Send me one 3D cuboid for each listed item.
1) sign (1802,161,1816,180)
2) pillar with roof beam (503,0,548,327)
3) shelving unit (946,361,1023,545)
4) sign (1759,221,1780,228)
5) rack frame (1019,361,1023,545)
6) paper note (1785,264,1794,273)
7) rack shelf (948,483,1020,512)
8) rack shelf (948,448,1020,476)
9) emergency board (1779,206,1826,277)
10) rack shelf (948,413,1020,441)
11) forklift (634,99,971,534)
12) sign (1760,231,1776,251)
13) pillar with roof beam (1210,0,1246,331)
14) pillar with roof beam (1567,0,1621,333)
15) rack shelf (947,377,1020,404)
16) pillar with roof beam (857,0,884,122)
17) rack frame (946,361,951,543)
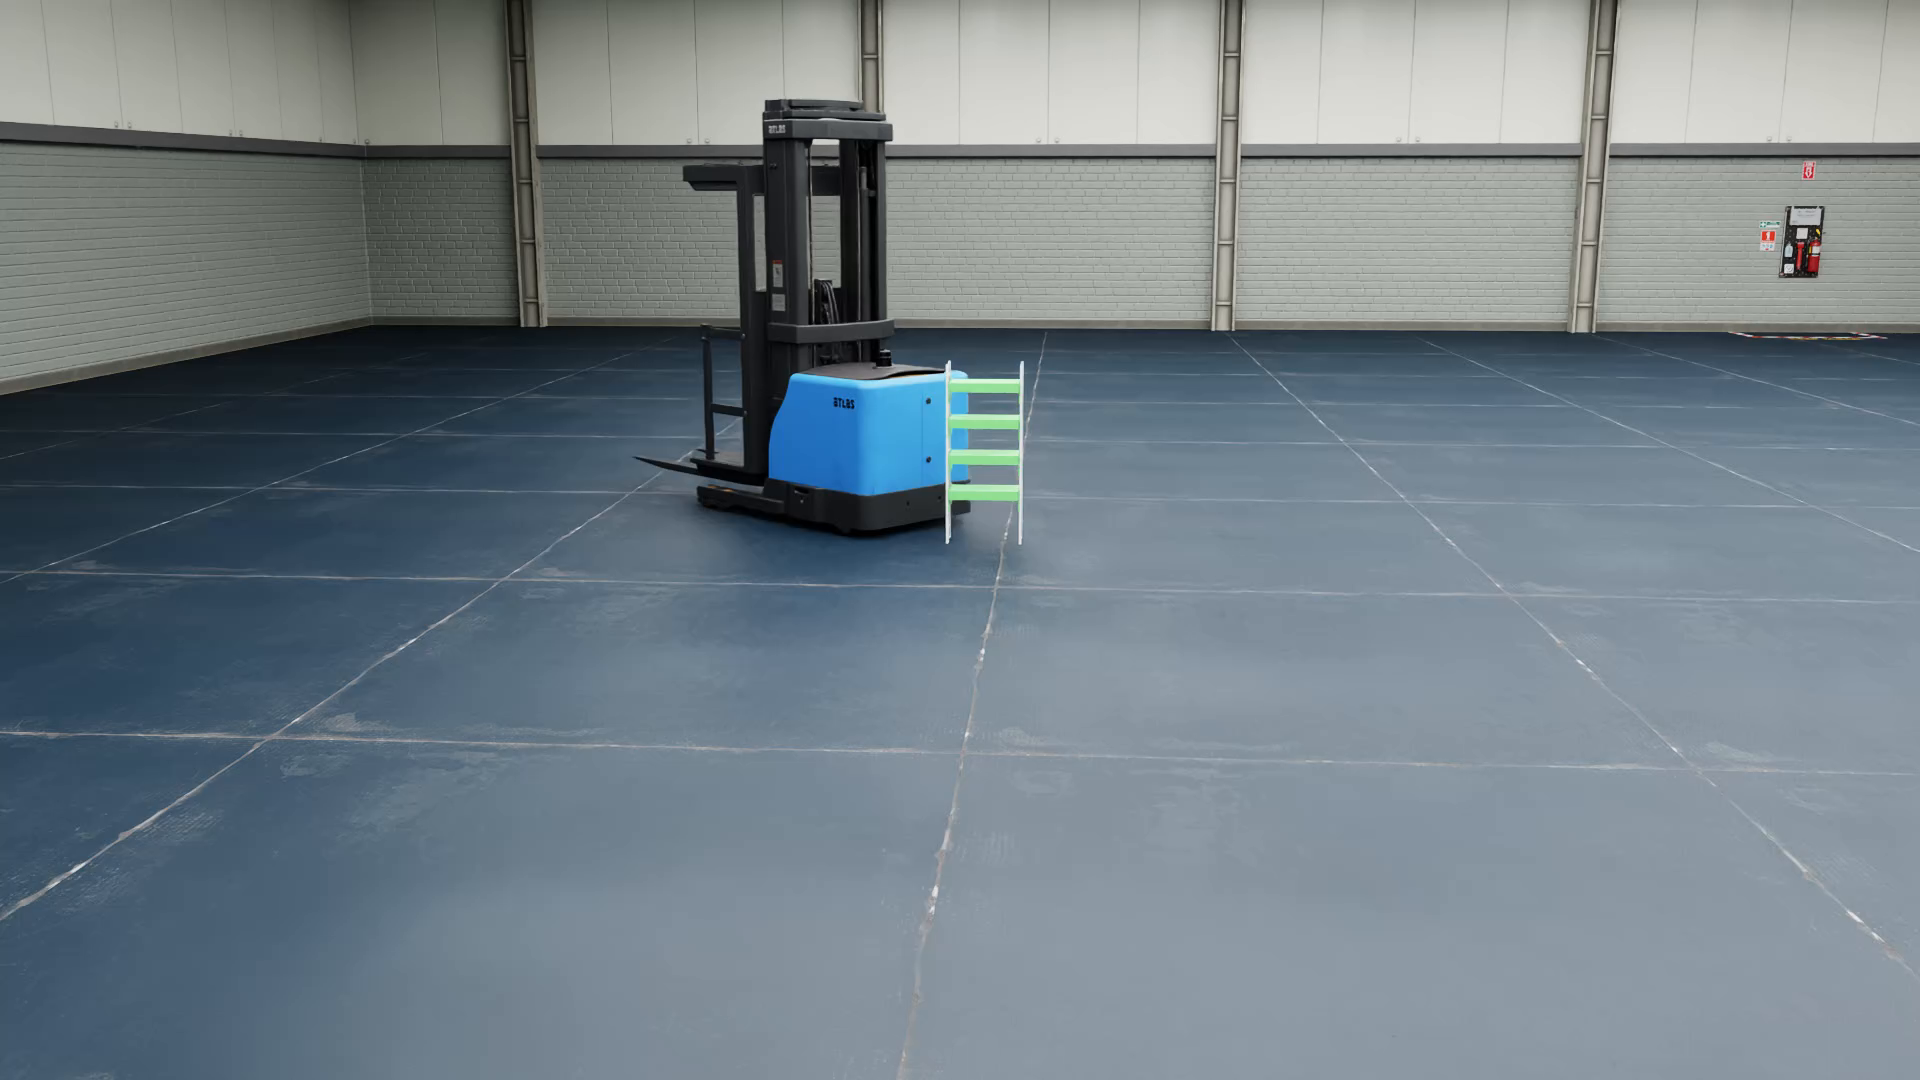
[{"bbox_3d":[13.998,-6.095,27.420,0.199,0.298,0.001,1,12,4],"label":"sign"},{"bbox_3d":[-7.772,-7.284,24.112,0.400,9.000,9.100,1,12,4],"label":"pillar with roof beam"},{"bbox_3d":[0.165,-0.585,11.134,0.503,1.200,0.258,1,12,4],"label":"shelving unit"},{"bbox_3d":[13.458,-5.244,27.630,0.331,0.109,0.001,1,12,4],"label":"sign"},{"bbox_3d":[0.409,-0.582,11.118,0.015,1.200,0.240,1,12,4],"label":"rack frame"},{"bbox_3d":[13.827,-4.526,27.729,0.142,0.148,0.016,1,12,4],"label":"paper note"},{"bbox_3d":[0.165,-0.288,11.197,0.480,0.148,0.258,1,12,4],"label":"rack shelf"},{"bbox_3d":[0.165,-0.522,11.147,0.480,0.148,0.258,1,12,4],"label":"rack shelf"},{"bbox_3d":[13.999,-4.940,27.560,0.643,1.169,0.194,1,12,4],"label":"emergency board"},{"bbox_3d":[0.165,-0.757,11.098,0.480,0.148,0.258,1,12,4],"label":"rack shelf"},{"bbox_3d":[-1.319,-1.714,12.302,1.130,2.935,3.031,-11,16,-44],"label":"forklift"},{"bbox_3d":[13.454,-4.986,27.693,0.234,0.329,0.001,1,12,4],"label":"sign"},{"bbox_3d":[4.201,-7.120,23.327,0.400,9.000,9.100,1,12,4],"label":"pillar with roof beam"},{"bbox_3d":[10.188,-7.038,22.935,0.400,9.000,9.100,1,12,4],"label":"pillar with roof beam"},{"bbox_3d":[0.165,-0.992,11.049,0.480,0.148,0.258,1,12,4],"label":"rack shelf"},{"bbox_3d":[-1.785,-7.202,23.720,0.400,9.000,9.100,1,12,4],"label":"pillar with roof beam"},{"bbox_3d":[-0.078,-0.588,11.150,0.015,1.200,0.240,1,12,4],"label":"rack frame"}]
